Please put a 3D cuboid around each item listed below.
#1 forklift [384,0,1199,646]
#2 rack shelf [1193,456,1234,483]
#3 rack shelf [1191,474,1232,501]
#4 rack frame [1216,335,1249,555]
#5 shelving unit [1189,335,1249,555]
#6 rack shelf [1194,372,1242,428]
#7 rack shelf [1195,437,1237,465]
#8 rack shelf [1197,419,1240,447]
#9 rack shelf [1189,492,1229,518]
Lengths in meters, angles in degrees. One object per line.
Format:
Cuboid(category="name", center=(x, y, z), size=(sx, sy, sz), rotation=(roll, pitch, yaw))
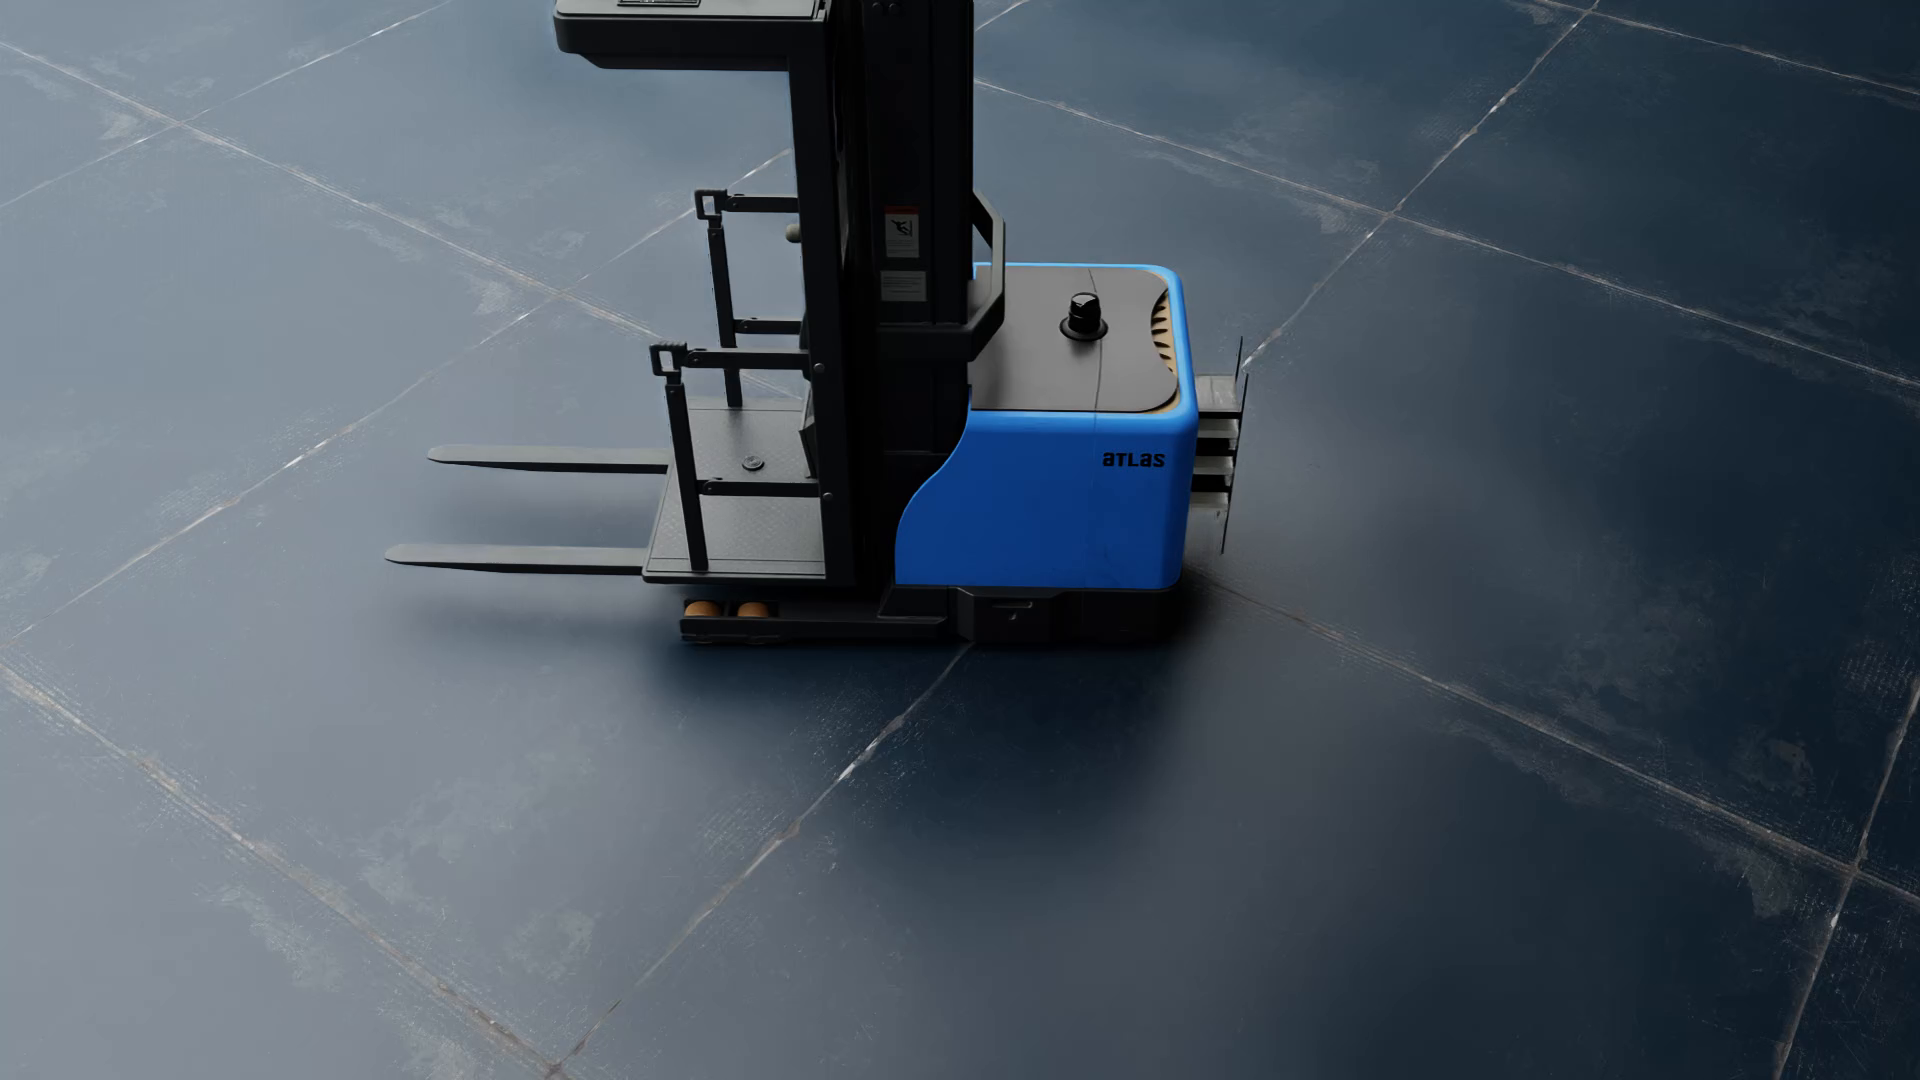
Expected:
Cuboid(category="forklift", center=(-0.673, -1.047, 5.722), size=(3.031, 2.935, 1.130), rotation=(1, 42, 1))
Cuboid(category="rack shelf", center=(0.956, -0.333, 6.497), size=(0.200, 0.077, 0.258), rotation=(1, 42, 1))
Cuboid(category="rack shelf", center=(0.956, -0.266, 6.557), size=(0.200, 0.077, 0.258), rotation=(1, 42, 1))
Cuboid(category="rack frame", center=(1.058, -0.355, 6.472), size=(0.006, 0.900, 0.240), rotation=(1, 42, 1))
Cuboid(category="shelving unit", center=(0.956, -0.357, 6.475), size=(0.210, 0.900, 0.258), rotation=(1, 42, 1))
Cuboid(category="rack shelf", center=(0.956, -0.534, 6.317), size=(0.200, 0.077, 0.258), rotation=(1, 42, 1))
Cuboid(category="rack shelf", center=(0.956, -0.400, 6.437), size=(0.200, 0.077, 0.258), rotation=(1, 42, 1))
Cuboid(category="rack shelf", center=(0.956, -0.467, 6.377), size=(0.200, 0.077, 0.258), rotation=(1, 42, 1))
Cuboid(category="rack shelf", center=(0.956, -0.198, 6.617), size=(0.200, 0.077, 0.258), rotation=(1, 42, 1))
